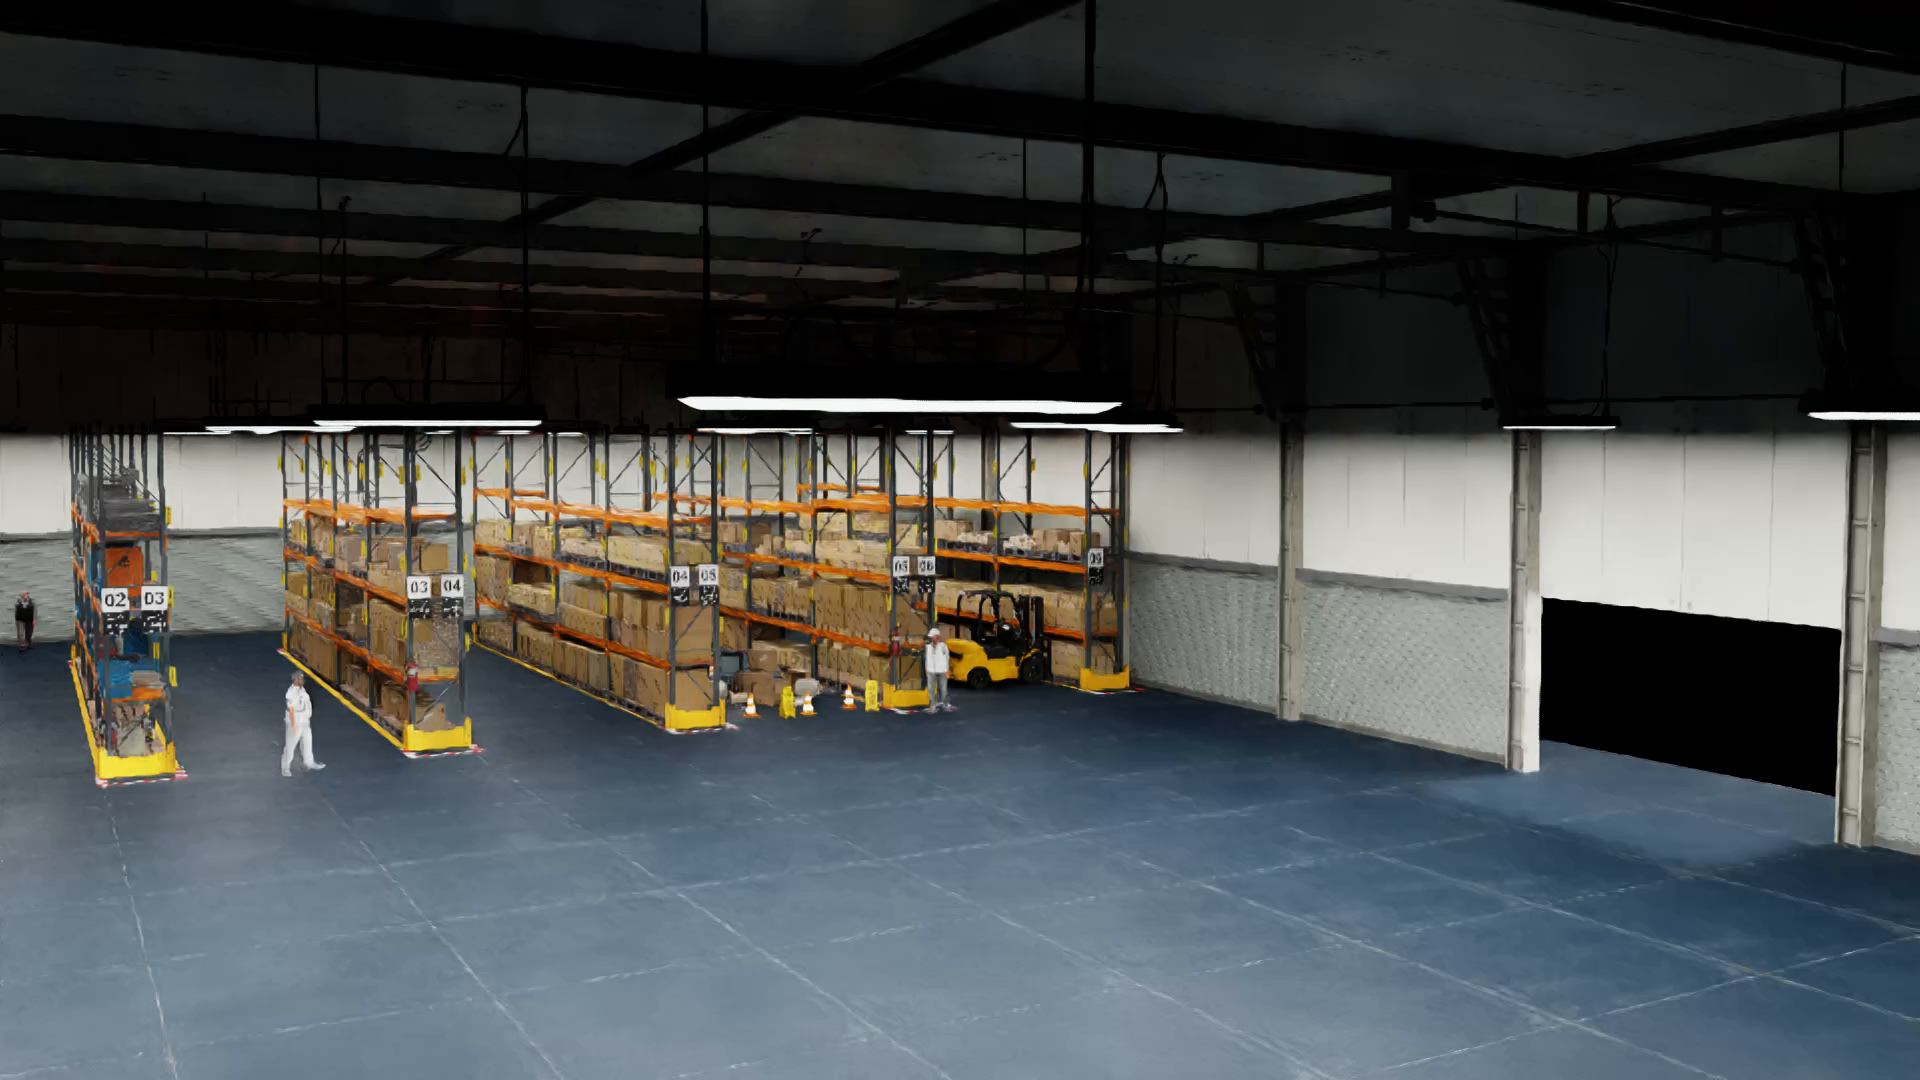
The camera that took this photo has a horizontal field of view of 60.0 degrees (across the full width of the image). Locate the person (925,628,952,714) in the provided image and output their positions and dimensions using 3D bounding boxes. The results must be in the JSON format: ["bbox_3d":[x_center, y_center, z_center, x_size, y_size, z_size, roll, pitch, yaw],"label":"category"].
[{"bbox_3d":[-0.465,2.710,34.605,0.560,1.764,0.588,1,4,16],"label":"person"}]

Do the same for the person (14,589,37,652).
[{"bbox_3d":[-25.005,2.139,44.523,0.543,1.649,1.119,-2,4,-31],"label":"person"}]

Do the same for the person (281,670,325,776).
[{"bbox_3d":[-11.239,3.082,28.302,0.550,1.757,0.748,0,4,3],"label":"person"}]
